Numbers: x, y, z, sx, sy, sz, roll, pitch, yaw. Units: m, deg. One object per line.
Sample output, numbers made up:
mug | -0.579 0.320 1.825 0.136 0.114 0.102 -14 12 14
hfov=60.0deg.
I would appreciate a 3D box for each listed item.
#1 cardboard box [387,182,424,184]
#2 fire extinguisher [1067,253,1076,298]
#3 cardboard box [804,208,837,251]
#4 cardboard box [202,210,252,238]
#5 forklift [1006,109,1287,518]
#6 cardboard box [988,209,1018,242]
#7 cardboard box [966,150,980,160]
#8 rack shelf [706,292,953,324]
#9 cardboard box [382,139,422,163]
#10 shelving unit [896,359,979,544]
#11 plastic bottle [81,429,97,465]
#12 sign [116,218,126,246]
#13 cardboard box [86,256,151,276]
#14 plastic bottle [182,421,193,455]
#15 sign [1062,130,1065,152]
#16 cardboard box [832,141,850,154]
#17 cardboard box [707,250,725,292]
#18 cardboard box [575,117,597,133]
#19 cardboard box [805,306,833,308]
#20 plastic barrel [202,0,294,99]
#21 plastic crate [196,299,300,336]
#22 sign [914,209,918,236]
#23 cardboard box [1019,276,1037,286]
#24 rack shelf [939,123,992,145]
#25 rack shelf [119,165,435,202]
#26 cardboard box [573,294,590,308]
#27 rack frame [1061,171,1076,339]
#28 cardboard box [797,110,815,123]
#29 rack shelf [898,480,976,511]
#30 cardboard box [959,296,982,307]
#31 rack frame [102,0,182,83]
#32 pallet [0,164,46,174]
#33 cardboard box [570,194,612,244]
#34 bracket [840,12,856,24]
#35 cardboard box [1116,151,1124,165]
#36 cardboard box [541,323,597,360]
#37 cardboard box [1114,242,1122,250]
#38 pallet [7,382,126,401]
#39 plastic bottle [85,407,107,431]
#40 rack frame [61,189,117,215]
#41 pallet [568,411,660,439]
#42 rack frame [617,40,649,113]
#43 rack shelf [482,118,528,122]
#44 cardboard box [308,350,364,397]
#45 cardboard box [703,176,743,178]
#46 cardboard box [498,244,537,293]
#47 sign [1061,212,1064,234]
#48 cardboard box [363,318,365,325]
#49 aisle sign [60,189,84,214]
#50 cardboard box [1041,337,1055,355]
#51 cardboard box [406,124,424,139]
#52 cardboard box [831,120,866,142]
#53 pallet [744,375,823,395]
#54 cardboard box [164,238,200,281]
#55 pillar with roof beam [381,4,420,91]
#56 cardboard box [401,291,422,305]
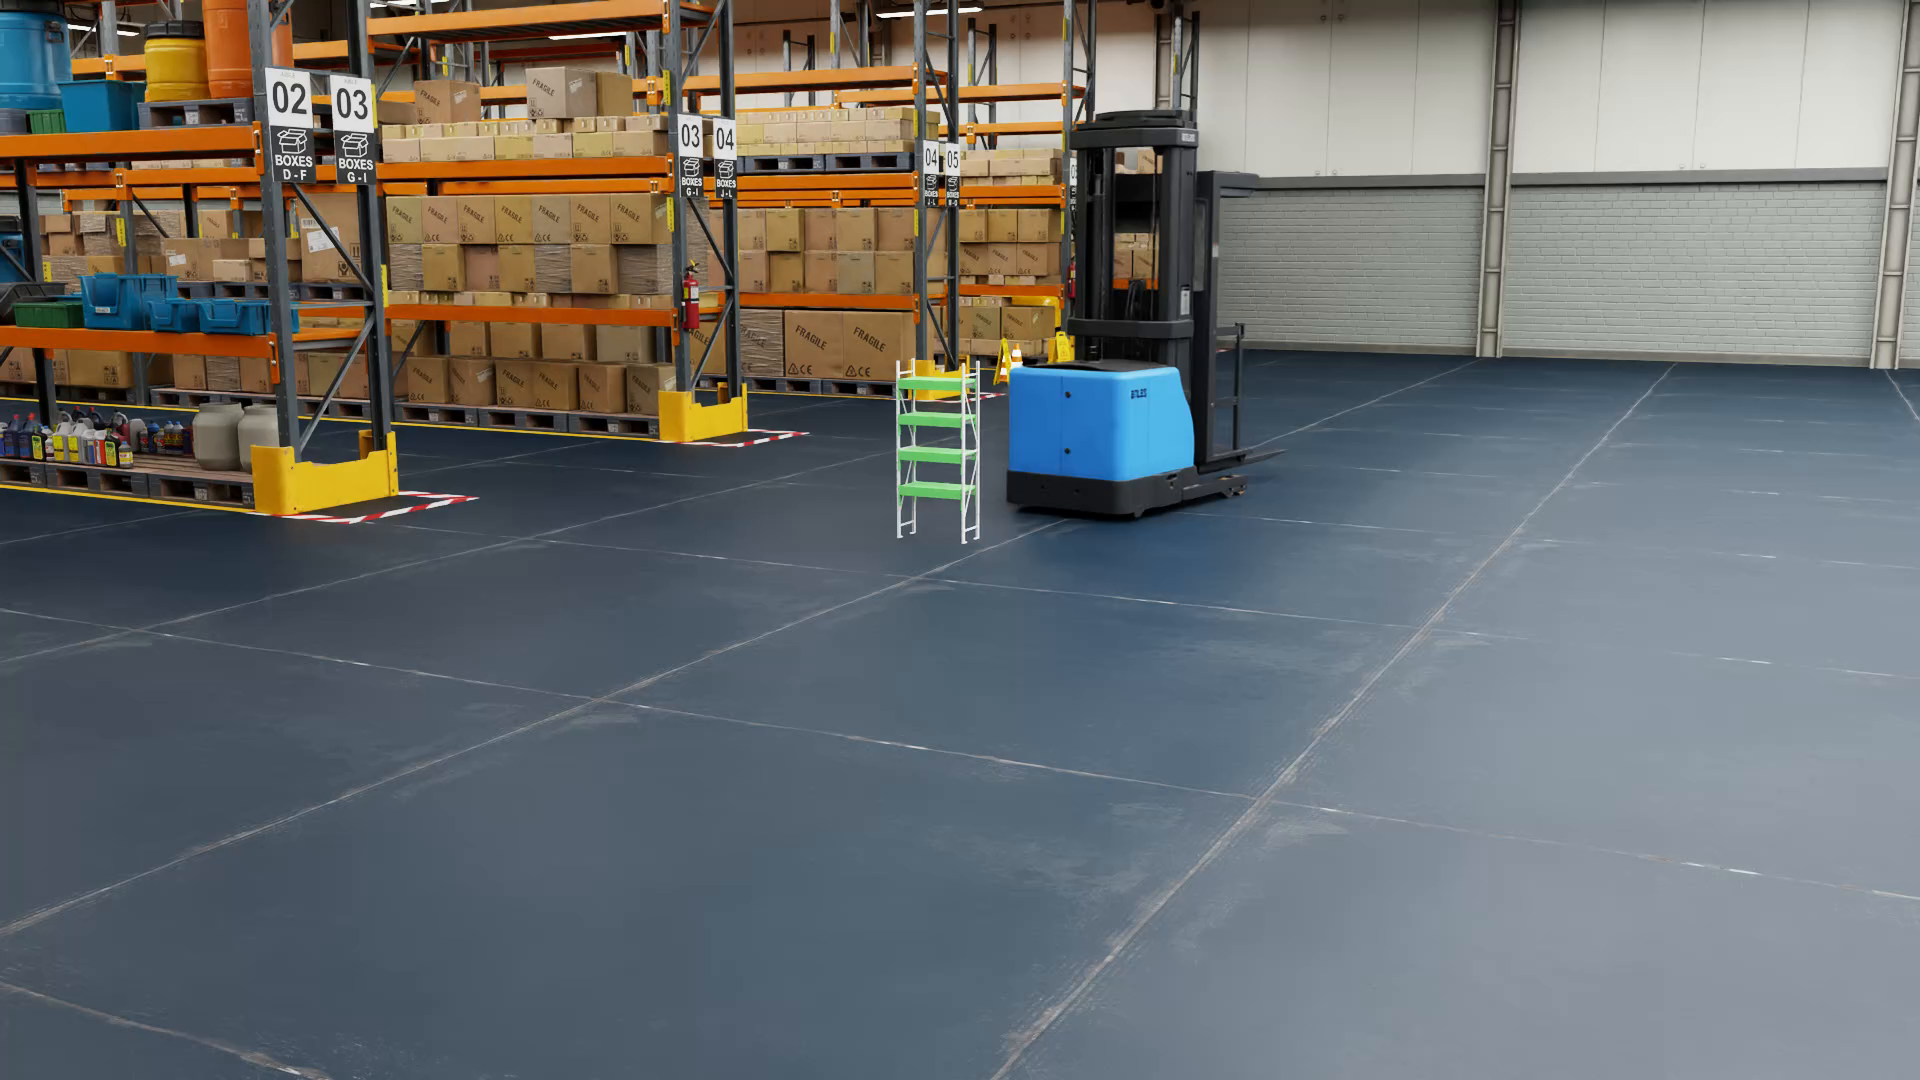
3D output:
cardboard box | -8.088 -5.497 24.479 0.500 0.500 0.500 5 11 26
fire extinguisher | 1.710 -4.015 25.210 0.183 0.674 0.296 5 11 26
cardboard box | -1.581 -4.072 21.856 0.550 0.550 0.875 5 11 26
cardboard box | -11.591 -4.964 26.314 0.500 0.500 0.500 5 11 24
forklift | 1.629 -1.816 13.033 1.130 2.935 3.031 8 13 36
cardboard box | 0.806 -4.870 25.792 0.500 0.500 0.700 5 11 26
cardboard box | 0.282 -5.977 25.878 0.250 0.149 0.380 5 11 24
rack shelf | -2.082 -3.141 22.183 4.000 0.370 1.077 5 11 26
cardboard box | -5.871 -4.194 17.981 0.500 0.250 0.500 5 11 24
shelving unit | -0.148 -0.603 11.195 0.503 1.200 0.258 5 11 26
plastic bottle | -6.945 -0.748 13.355 0.135 0.276 0.152 5 11 24
sign | -9.991 -3.664 19.804 0.005 0.325 0.100 5 11 26
cardboard box | -10.301 -3.232 20.385 0.500 0.500 0.500 5 12 28
plastic bottle | -6.449 -0.855 13.926 0.133 0.283 0.061 5 12 27
sign | 1.547 -5.961 24.833 0.005 0.325 0.100 5 11 26
cardboard box | -1.420 -4.978 21.135 0.250 0.149 0.380 5 11 26
cardboard box | -3.037 -3.660 22.606 0.550 0.550 0.875 5 11 26
cardboard box | -3.672 -4.183 16.799 0.250 0.149 0.380 5 11 26
cardboard box | -2.617 -4.546 33.415 0.625 0.625 0.875 5 12 28
plastic barrel | -5.258 -3.674 12.301 0.708 0.830 0.600 5 11 26
plastic crate | -5.347 -1.681 12.511 0.616 0.251 0.499 5 11 26
sign | -0.541 -3.938 20.651 0.005 0.325 0.100 5 11 26
cardboard box | 1.105 -4.010 25.669 0.250 0.149 0.380 5 11 25
rack shelf | -1.377 -7.803 32.220 4.000 0.370 1.077 5 11 26
rack shelf | -7.955 -4.148 19.324 4.000 0.370 1.077 5 11 26
cardboard box | -3.815 -2.499 17.320 0.250 0.149 0.380 5 11 26
rack frame | 1.811 -4.136 25.660 0.127 3.000 1.000 5 11 26
cardboard box | -1.881 -5.411 21.287 0.250 0.149 0.380 5 11 25
rack shelf | -0.148 -0.304 11.250 0.480 0.148 0.258 5 11 26
cardboard box | 0.158 -3.759 26.191 0.250 0.149 0.380 6 12 28
rack frame | -9.748 -6.136 19.864 0.127 3.000 1.000 5 11 26
pallet | -11.353 -4.697 20.866 1.213 0.211 1.003 6 12 28
cardboard box | -3.628 -3.283 17.024 0.500 0.500 0.500 5 11 26
bracket | -2.132 -10.300 32.765 0.430 0.232 0.235 5 11 26
cardboard box | 2.625 -6.803 30.231 0.500 0.500 0.700 5 11 26
cardboard box | -5.336 -2.863 23.767 0.750 0.750 1.050 5 11 26
cardboard box | 2.904 -5.347 30.249 0.250 0.149 0.380 5 11 25
pallet | -11.512 -1.982 21.589 1.213 0.211 1.003 5 11 26
plastic bottle | -7.476 -0.971 14.373 0.185 0.351 0.144 4 11 23
rack frame | -14.637 -4.598 28.214 0.127 3.000 1.000 5 11 26
pallet | -3.355 -1.257 17.581 1.213 0.211 1.003 5 11 26
rack frame | -6.758 -8.827 34.732 0.127 3.000 1.000 5 11 26
rack shelf | -7.157 -7.325 29.579 4.000 0.370 1.077 5 11 26
cardboard box | -7.122 -1.947 19.351 0.500 0.500 0.700 5 11 25
cardboard box | -3.983 -6.178 28.228 0.637 0.503 0.797 5 11 26
cardboard box | -4.429 -2.904 17.739 0.500 0.500 0.875 5 11 26
sign | 1.547 -4.774 25.048 0.005 0.325 0.100 5 11 26
cardboard box | -8.650 -3.363 25.126 0.500 0.250 0.500 5 11 27
aisle sign | -14.836 -5.835 27.750 0.004 0.787 0.394 5 11 26
cardboard box | 1.210 -3.097 26.463 0.500 0.250 0.500 5 11 25
cardboard box | -5.737 -4.382 17.898 0.250 0.149 0.380 4 11 23
cardboard box | -1.300 -5.175 21.106 0.500 0.250 0.500 5 11 26
pallet | -2.131 -2.112 22.308 1.213 0.211 1.003 5 11 26
cardboard box | -9.246 -3.403 20.152 0.500 0.500 0.500 4 11 19
pillar with roof beam | -14.269 -8.811 34.644 0.548 9.000 9.100 5 11 26
cardboard box | -5.883 -2.658 18.199 0.250 0.149 0.380 5 11 26
